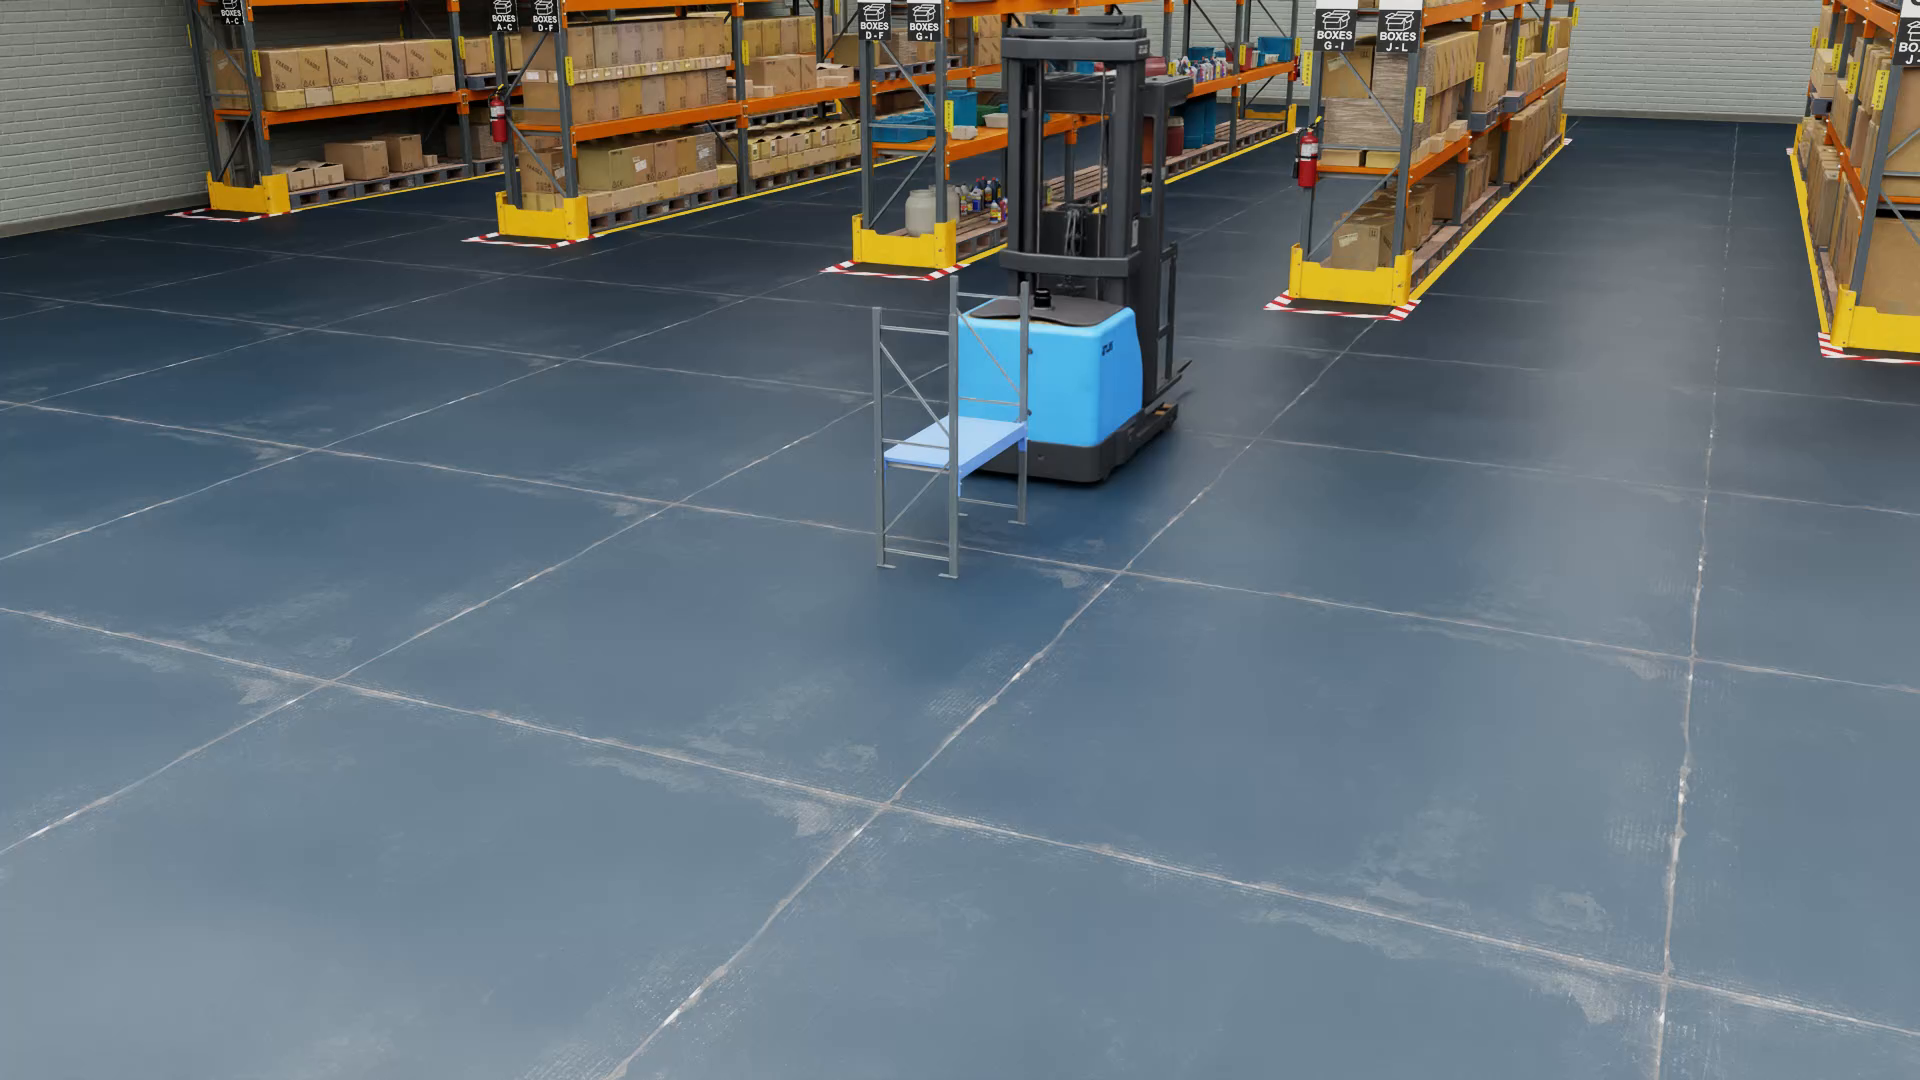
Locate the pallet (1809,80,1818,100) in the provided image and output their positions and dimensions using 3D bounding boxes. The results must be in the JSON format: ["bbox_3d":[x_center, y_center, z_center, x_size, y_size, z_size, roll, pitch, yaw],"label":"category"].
[{"bbox_3d":[12.852,-6.487,24.019,1.003,0.211,1.213,9,21,23],"label":"pallet"}]

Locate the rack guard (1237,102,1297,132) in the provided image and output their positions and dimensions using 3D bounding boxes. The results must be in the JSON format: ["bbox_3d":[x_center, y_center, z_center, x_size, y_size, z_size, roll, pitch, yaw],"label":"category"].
[{"bbox_3d":[5.932,-8.236,32.382,1.175,0.500,0.348,9,21,23],"label":"rack guard"}]

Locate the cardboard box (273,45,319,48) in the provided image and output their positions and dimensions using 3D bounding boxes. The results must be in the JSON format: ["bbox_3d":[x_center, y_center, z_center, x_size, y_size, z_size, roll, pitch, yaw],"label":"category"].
[{"bbox_3d":[-9.235,-6.650,23.265,0.500,0.500,0.500,8,21,21],"label":"cardboard box"}]

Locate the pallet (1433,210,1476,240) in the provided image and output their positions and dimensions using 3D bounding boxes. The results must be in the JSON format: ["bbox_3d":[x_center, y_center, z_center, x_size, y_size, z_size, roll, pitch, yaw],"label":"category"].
[{"bbox_3d":[5.856,-3.981,20.848,1.003,0.211,1.213,9,21,23],"label":"pallet"}]

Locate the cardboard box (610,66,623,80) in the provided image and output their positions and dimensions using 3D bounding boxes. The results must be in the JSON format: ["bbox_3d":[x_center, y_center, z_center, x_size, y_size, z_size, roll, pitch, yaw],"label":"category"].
[{"bbox_3d":[-4.464,-5.872,20.885,0.380,0.149,0.250,8,21,22],"label":"cardboard box"}]

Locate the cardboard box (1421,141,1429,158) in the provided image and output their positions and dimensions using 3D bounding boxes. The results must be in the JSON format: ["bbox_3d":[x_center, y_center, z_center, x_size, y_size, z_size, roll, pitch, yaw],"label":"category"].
[{"bbox_3d":[4.663,-4.073,17.320,0.380,0.149,0.250,9,21,23],"label":"cardboard box"}]

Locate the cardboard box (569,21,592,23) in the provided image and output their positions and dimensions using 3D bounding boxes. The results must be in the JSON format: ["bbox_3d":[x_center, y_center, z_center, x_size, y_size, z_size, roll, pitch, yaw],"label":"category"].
[{"bbox_3d":[-6.495,-8.769,28.376,0.380,0.149,0.250,6,20,16],"label":"cardboard box"}]

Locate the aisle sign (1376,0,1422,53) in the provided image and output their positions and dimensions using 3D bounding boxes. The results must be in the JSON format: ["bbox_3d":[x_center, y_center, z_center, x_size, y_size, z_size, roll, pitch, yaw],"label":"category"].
[{"bbox_3d":[4.149,-4.999,15.668,0.394,0.787,0.004,9,21,23],"label":"aisle sign"}]

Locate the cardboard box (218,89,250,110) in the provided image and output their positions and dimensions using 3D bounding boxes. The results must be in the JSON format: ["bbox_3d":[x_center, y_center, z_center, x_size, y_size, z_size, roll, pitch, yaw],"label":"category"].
[{"bbox_3d":[-9.642,-5.981,22.505,0.500,0.250,0.500,9,21,23],"label":"cardboard box"}]

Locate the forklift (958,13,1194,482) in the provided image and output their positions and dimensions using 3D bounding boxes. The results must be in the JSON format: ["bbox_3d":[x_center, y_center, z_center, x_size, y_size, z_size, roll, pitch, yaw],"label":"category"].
[{"bbox_3d":[0.974,-2.212,11.814,1.130,2.935,3.031,8,21,21],"label":"forklift"}]

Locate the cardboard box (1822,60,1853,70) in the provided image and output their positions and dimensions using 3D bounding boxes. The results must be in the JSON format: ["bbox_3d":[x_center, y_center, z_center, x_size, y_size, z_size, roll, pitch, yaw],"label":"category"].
[{"bbox_3d":[11.547,-6.217,21.834,0.380,0.149,0.250,8,21,22],"label":"cardboard box"}]

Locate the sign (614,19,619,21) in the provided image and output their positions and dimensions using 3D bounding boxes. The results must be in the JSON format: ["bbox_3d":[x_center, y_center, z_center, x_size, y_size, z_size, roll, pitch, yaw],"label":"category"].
[{"bbox_3d":[-5.882,-8.755,28.501,0.100,0.325,0.005,9,21,23],"label":"sign"}]

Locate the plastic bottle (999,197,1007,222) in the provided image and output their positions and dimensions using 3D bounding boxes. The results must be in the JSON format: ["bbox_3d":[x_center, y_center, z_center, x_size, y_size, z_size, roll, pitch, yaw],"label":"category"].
[{"bbox_3d":[0.518,-4.019,20.191,0.061,0.283,0.133,9,21,24],"label":"plastic bottle"}]

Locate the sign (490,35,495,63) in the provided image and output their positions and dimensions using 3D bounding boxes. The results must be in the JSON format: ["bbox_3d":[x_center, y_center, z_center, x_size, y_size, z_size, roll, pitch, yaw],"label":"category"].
[{"bbox_3d":[-5.625,-5.930,20.086,0.100,0.325,0.005,9,21,23],"label":"sign"}]

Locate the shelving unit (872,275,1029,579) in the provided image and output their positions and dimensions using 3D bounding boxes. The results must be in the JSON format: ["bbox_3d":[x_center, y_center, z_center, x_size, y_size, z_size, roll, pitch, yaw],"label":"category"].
[{"bbox_3d":[-0.035,-0.681,9.644,0.538,1.500,1.048,9,21,23],"label":"shelving unit"}]

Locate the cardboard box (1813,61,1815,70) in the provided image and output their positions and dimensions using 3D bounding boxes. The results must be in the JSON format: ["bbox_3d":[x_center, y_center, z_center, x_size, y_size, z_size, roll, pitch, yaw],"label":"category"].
[{"bbox_3d":[12.717,-6.953,24.348,0.380,0.149,0.250,9,21,24],"label":"cardboard box"}]

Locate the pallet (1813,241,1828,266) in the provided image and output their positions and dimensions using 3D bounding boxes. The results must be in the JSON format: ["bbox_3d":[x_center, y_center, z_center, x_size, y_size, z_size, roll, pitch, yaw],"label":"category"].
[{"bbox_3d":[10.269,-3.278,18.870,1.003,0.211,1.213,9,21,23],"label":"pallet"}]

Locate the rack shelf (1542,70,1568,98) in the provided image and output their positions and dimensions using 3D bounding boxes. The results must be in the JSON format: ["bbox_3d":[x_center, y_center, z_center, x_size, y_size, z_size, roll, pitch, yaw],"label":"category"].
[{"bbox_3d":[9.633,-7.775,28.428,1.077,0.370,4.000,9,21,23],"label":"rack shelf"}]

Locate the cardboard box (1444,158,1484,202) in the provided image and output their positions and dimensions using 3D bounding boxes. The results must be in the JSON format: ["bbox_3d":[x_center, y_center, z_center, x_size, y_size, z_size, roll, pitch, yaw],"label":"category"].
[{"bbox_3d":[6.479,-4.756,21.939,0.700,0.500,0.500,11,22,27],"label":"cardboard box"}]

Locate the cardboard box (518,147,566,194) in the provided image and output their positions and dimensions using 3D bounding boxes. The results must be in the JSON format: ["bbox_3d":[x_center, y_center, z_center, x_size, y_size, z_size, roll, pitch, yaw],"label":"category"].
[{"bbox_3d":[-5.188,-4.655,20.939,0.500,0.500,0.500,9,21,23],"label":"cardboard box"}]

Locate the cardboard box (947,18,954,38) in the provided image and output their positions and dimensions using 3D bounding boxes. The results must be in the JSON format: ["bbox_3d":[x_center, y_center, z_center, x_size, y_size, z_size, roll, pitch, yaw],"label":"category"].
[{"bbox_3d":[-0.251,-9.571,30.763,0.500,0.500,0.500,9,21,23],"label":"cardboard box"}]

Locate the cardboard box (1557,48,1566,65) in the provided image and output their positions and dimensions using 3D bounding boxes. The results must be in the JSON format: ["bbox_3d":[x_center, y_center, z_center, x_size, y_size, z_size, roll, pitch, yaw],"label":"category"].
[{"bbox_3d":[10.288,-8.455,29.047,0.500,0.250,0.500,8,21,22],"label":"cardboard box"}]

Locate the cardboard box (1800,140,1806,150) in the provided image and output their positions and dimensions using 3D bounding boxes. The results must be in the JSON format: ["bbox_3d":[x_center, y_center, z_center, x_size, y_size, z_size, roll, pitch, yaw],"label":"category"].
[{"bbox_3d":[14.097,-6.521,27.456,0.380,0.149,0.250,9,21,23],"label":"cardboard box"}]

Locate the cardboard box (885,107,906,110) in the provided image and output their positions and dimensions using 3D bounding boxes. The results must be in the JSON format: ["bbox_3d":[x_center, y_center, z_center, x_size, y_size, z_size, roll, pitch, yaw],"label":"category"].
[{"bbox_3d":[-1.270,-7.307,29.113,0.500,0.500,0.500,8,21,21],"label":"cardboard box"}]

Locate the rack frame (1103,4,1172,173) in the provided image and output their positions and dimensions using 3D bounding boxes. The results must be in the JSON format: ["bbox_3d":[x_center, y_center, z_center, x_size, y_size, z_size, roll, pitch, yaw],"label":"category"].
[{"bbox_3d":[2.658,-6.959,25.061,1.000,3.000,0.127,9,21,23],"label":"rack frame"}]

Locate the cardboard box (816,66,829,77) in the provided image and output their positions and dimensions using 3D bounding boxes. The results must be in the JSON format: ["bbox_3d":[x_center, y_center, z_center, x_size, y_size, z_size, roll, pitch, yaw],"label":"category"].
[{"bbox_3d":[-2.403,-7.351,26.296,0.500,0.311,0.500,8,21,22],"label":"cardboard box"}]

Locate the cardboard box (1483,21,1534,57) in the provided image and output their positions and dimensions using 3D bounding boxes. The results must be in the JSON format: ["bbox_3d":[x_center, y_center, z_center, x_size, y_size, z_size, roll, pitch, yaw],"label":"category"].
[{"bbox_3d":[8.269,-7.618,25.265,0.797,0.503,0.637,9,21,23],"label":"cardboard box"}]

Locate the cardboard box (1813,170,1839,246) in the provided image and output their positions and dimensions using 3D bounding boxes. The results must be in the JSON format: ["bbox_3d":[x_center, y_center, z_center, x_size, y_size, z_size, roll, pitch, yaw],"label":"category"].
[{"bbox_3d":[10.194,-3.685,18.586,1.050,0.750,0.750,8,21,22],"label":"cardboard box"}]

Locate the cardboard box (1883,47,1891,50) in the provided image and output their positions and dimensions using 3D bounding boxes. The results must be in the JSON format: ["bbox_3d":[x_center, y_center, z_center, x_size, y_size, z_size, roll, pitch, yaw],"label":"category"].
[{"bbox_3d":[9.720,-4.633,16.683,0.875,0.550,0.550,9,21,23],"label":"cardboard box"}]

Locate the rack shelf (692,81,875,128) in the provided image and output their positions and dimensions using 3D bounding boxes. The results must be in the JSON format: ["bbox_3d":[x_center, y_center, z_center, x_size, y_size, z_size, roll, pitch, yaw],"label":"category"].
[{"bbox_3d":[-2.679,-6.690,25.376,1.077,0.370,4.000,9,21,23],"label":"rack shelf"}]

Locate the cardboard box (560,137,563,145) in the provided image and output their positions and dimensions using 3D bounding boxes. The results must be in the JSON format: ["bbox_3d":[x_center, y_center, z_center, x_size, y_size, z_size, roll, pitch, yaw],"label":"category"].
[{"bbox_3d":[-6.945,-6.979,28.191,0.700,0.500,0.500,9,21,23],"label":"cardboard box"}]

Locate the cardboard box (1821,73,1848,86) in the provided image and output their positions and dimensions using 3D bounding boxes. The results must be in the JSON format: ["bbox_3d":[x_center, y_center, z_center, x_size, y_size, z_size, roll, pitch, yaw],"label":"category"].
[{"bbox_3d":[11.447,-6.001,21.671,0.380,0.149,0.250,9,21,24],"label":"cardboard box"}]

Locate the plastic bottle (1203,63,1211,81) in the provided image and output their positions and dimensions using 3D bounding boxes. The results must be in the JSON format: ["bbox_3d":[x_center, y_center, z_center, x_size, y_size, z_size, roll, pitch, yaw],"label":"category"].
[{"bbox_3d":[4.018,-7.652,27.193,0.152,0.276,0.135,9,21,23],"label":"plastic bottle"}]

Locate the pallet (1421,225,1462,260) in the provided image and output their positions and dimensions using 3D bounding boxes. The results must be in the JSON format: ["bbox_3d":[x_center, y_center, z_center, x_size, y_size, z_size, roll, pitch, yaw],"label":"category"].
[{"bbox_3d":[5.296,-3.533,19.588,1.003,0.211,1.213,9,21,23],"label":"pallet"}]

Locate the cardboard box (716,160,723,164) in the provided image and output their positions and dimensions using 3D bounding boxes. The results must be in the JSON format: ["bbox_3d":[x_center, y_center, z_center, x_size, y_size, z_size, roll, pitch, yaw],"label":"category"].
[{"bbox_3d":[-3.592,-5.486,24.395,0.500,0.250,0.500,8,21,22],"label":"cardboard box"}]

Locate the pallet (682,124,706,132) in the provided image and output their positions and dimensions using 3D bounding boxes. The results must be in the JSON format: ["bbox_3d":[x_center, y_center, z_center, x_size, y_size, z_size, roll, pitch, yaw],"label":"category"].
[{"bbox_3d":[-5.488,-7.607,31.044,1.003,0.211,1.213,9,21,23],"label":"pallet"}]

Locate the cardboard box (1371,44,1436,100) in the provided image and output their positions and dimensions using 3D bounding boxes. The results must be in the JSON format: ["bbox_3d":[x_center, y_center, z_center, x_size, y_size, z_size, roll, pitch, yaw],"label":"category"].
[{"bbox_3d":[4.374,-4.623,16.407,0.500,0.500,0.500,9,21,23],"label":"cardboard box"}]

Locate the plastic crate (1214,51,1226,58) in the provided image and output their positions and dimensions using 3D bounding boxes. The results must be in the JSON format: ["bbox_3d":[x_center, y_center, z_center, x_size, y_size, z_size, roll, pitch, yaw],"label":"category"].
[{"bbox_3d":[4.870,-8.830,30.480,0.416,0.233,0.300,9,21,23],"label":"plastic crate"}]

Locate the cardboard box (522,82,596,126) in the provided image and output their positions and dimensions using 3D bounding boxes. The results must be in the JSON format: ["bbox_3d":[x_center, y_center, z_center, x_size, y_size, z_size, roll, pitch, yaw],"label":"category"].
[{"bbox_3d":[-4.933,-5.383,20.478,0.700,0.500,0.500,9,21,23],"label":"cardboard box"}]

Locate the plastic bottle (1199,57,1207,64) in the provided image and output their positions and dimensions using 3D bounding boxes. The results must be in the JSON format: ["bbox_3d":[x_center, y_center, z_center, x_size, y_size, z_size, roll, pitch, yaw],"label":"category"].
[{"bbox_3d":[4.011,-7.796,27.488,0.144,0.351,0.185,9,21,23],"label":"plastic bottle"}]

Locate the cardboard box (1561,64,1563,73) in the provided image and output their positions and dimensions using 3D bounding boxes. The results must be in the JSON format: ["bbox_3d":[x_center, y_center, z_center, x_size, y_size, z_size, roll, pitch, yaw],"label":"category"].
[{"bbox_3d":[10.295,-8.220,28.981,0.380,0.149,0.250,9,21,24],"label":"cardboard box"}]

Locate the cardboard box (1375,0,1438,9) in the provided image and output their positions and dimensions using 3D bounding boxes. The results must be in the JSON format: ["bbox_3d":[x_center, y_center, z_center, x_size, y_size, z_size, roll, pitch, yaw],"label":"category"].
[{"bbox_3d":[4.333,-5.288,16.110,0.500,0.250,0.500,9,22,24],"label":"cardboard box"}]

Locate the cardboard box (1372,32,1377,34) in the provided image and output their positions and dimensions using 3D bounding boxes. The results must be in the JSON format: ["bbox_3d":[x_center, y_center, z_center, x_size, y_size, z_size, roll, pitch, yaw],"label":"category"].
[{"bbox_3d":[4.919,-5.459,18.758,0.500,0.500,0.500,9,21,23],"label":"cardboard box"}]

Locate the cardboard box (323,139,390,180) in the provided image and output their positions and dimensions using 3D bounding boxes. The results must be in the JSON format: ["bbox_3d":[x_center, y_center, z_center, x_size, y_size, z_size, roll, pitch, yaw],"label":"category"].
[{"bbox_3d":[-8.712,-5.493,24.013,0.700,0.500,0.500,7,21,19],"label":"cardboard box"}]

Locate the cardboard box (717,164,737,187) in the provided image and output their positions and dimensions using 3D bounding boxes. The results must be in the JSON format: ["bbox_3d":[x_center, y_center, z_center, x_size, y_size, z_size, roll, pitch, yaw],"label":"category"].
[{"bbox_3d":[-3.488,-5.148,23.444,0.500,0.250,0.500,9,21,23],"label":"cardboard box"}]

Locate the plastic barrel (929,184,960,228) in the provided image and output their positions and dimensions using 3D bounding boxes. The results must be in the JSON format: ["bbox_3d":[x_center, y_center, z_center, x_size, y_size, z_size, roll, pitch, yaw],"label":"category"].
[{"bbox_3d":[-0.213,-3.904,19.557,0.421,0.512,0.421,0,20,0],"label":"plastic barrel"}]

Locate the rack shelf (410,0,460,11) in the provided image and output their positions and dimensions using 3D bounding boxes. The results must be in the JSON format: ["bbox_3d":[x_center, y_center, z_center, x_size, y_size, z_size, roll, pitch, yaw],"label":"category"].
[{"bbox_3d":[-7.200,-8.782,26.782,1.077,0.370,4.000,9,21,23],"label":"rack shelf"}]

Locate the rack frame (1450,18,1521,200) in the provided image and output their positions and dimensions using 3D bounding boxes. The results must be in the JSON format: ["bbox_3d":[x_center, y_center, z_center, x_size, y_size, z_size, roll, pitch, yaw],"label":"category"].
[{"bbox_3d":[7.176,-6.280,23.150,1.000,3.000,0.127,9,21,23],"label":"rack frame"}]

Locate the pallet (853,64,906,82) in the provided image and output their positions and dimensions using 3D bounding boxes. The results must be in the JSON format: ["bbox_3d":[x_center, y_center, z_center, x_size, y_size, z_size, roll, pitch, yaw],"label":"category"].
[{"bbox_3d":[-1.646,-7.766,27.617,1.213,0.211,1.003,9,21,23],"label":"pallet"}]

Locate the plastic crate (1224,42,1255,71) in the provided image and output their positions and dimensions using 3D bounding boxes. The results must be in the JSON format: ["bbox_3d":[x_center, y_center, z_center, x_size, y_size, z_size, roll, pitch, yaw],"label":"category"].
[{"bbox_3d":[4.890,-8.479,29.149,0.402,0.464,0.583,9,21,23],"label":"plastic crate"}]

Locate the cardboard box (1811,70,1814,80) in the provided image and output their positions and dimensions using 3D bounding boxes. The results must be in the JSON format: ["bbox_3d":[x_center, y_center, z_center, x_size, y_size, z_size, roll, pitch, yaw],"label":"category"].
[{"bbox_3d":[12.717,-6.813,24.398,0.380,0.149,0.250,7,21,20],"label":"cardboard box"}]

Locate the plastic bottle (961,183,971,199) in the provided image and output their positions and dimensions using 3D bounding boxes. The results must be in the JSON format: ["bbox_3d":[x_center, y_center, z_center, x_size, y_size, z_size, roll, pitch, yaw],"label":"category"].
[{"bbox_3d":[0.059,-4.318,20.931,0.144,0.351,0.185,8,21,22],"label":"plastic bottle"}]

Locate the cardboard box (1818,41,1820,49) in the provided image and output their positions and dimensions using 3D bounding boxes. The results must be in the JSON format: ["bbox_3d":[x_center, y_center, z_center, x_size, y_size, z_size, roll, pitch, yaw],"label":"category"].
[{"bbox_3d":[14.092,-7.786,26.794,0.500,0.500,0.500,9,21,23],"label":"cardboard box"}]

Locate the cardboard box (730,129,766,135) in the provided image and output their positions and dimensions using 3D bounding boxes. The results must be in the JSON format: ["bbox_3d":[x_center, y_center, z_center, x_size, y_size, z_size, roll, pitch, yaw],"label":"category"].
[{"bbox_3d":[-3.180,-6.059,25.169,0.500,0.311,0.500,8,21,23],"label":"cardboard box"}]

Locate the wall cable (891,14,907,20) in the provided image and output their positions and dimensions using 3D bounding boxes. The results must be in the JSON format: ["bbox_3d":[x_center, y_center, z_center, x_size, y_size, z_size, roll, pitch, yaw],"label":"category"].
[{"bbox_3d":[-0.463,-13.808,39.998,3.097,2.526,0.112,9,21,23],"label":"wall cable"}]

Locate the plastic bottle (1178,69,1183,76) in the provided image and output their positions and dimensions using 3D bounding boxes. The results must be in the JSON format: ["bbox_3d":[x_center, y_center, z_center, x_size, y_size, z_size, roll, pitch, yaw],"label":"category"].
[{"bbox_3d":[3.416,-7.168,25.823,0.061,0.283,0.133,9,21,23],"label":"plastic bottle"}]

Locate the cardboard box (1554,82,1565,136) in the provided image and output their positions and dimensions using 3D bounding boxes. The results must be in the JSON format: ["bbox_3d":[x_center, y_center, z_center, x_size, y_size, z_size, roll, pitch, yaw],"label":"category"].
[{"bbox_3d":[10.263,-7.715,29.731,0.875,0.875,0.875,9,21,23],"label":"cardboard box"}]

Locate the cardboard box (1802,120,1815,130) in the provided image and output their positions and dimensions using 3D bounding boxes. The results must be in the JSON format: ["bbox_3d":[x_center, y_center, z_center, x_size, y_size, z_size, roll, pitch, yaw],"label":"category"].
[{"bbox_3d":[14.188,-6.875,27.564,0.380,0.149,0.250,8,21,23],"label":"cardboard box"}]
